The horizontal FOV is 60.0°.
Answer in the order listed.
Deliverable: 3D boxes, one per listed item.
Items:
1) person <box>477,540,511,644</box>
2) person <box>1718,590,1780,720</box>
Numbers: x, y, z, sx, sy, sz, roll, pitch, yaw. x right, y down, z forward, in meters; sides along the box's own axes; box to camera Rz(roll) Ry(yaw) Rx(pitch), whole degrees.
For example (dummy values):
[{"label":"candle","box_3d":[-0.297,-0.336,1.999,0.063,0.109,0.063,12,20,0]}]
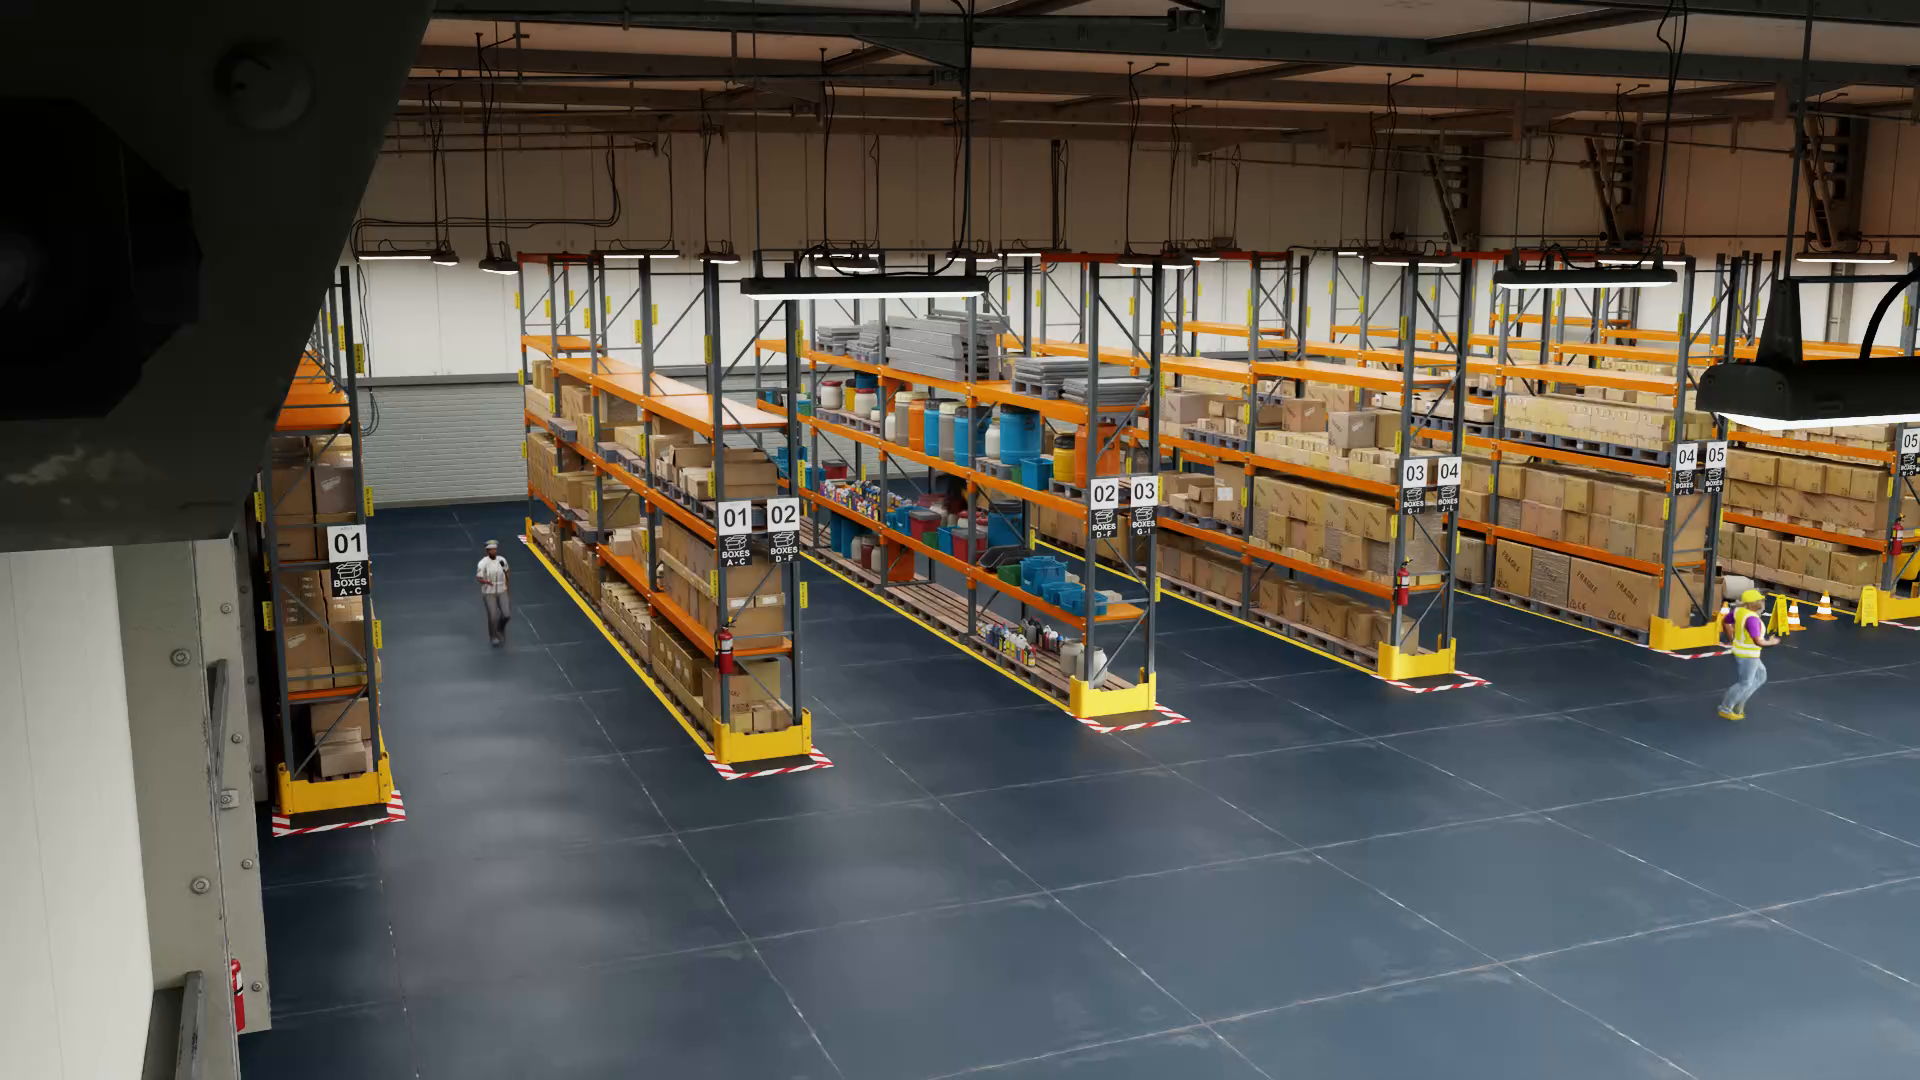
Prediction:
[{"label":"person","box_3d":[-7.209,0.824,25.877,0.563,1.658,0.572,-6,12,-30]},{"label":"person","box_3d":[10.371,1.517,21.841,0.665,1.772,0.741,2,11,12]}]
